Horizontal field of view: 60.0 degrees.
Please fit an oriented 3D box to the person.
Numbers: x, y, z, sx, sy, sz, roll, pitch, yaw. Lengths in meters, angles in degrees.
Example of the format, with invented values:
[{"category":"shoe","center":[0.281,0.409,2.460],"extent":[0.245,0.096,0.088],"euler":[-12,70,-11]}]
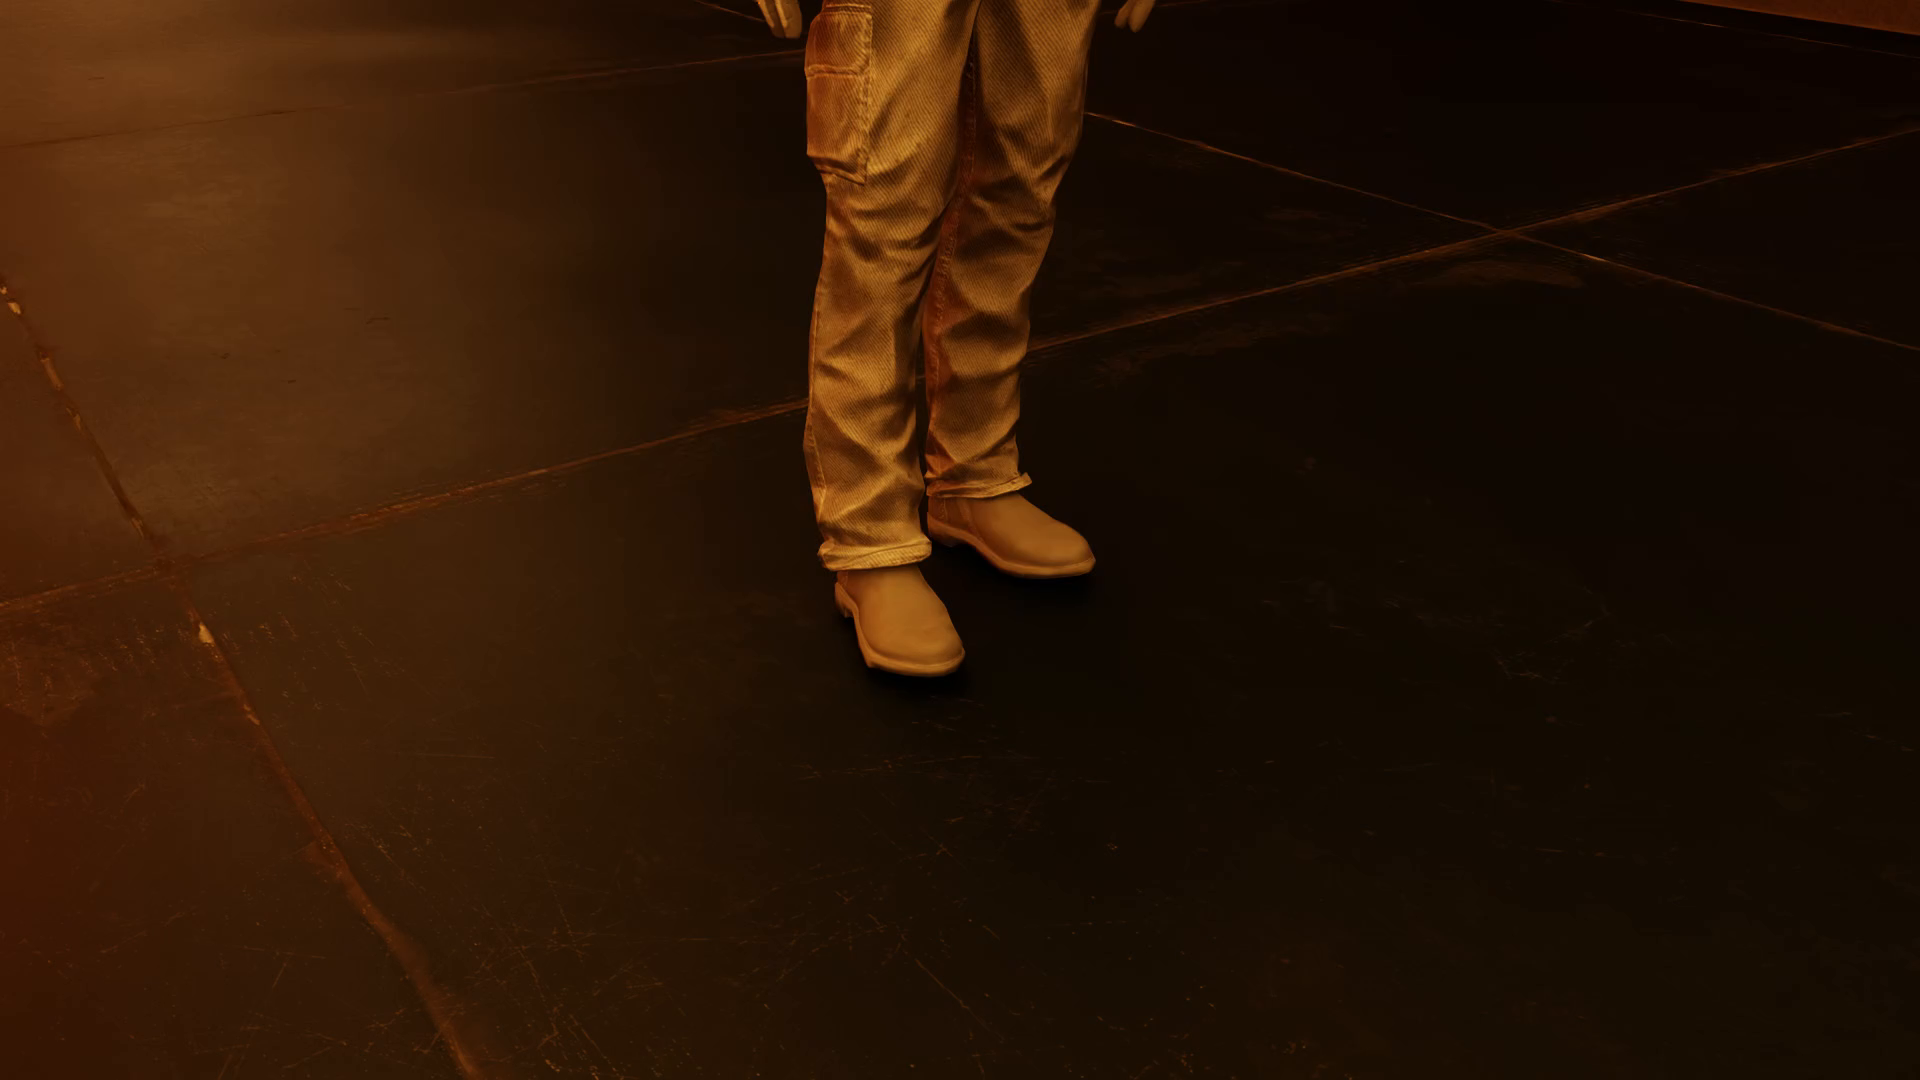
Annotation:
[{"category":"person","center":[0.034,-0.775,2.039],"extent":[0.657,1.785,0.575],"euler":[-17,31,-31]}]
